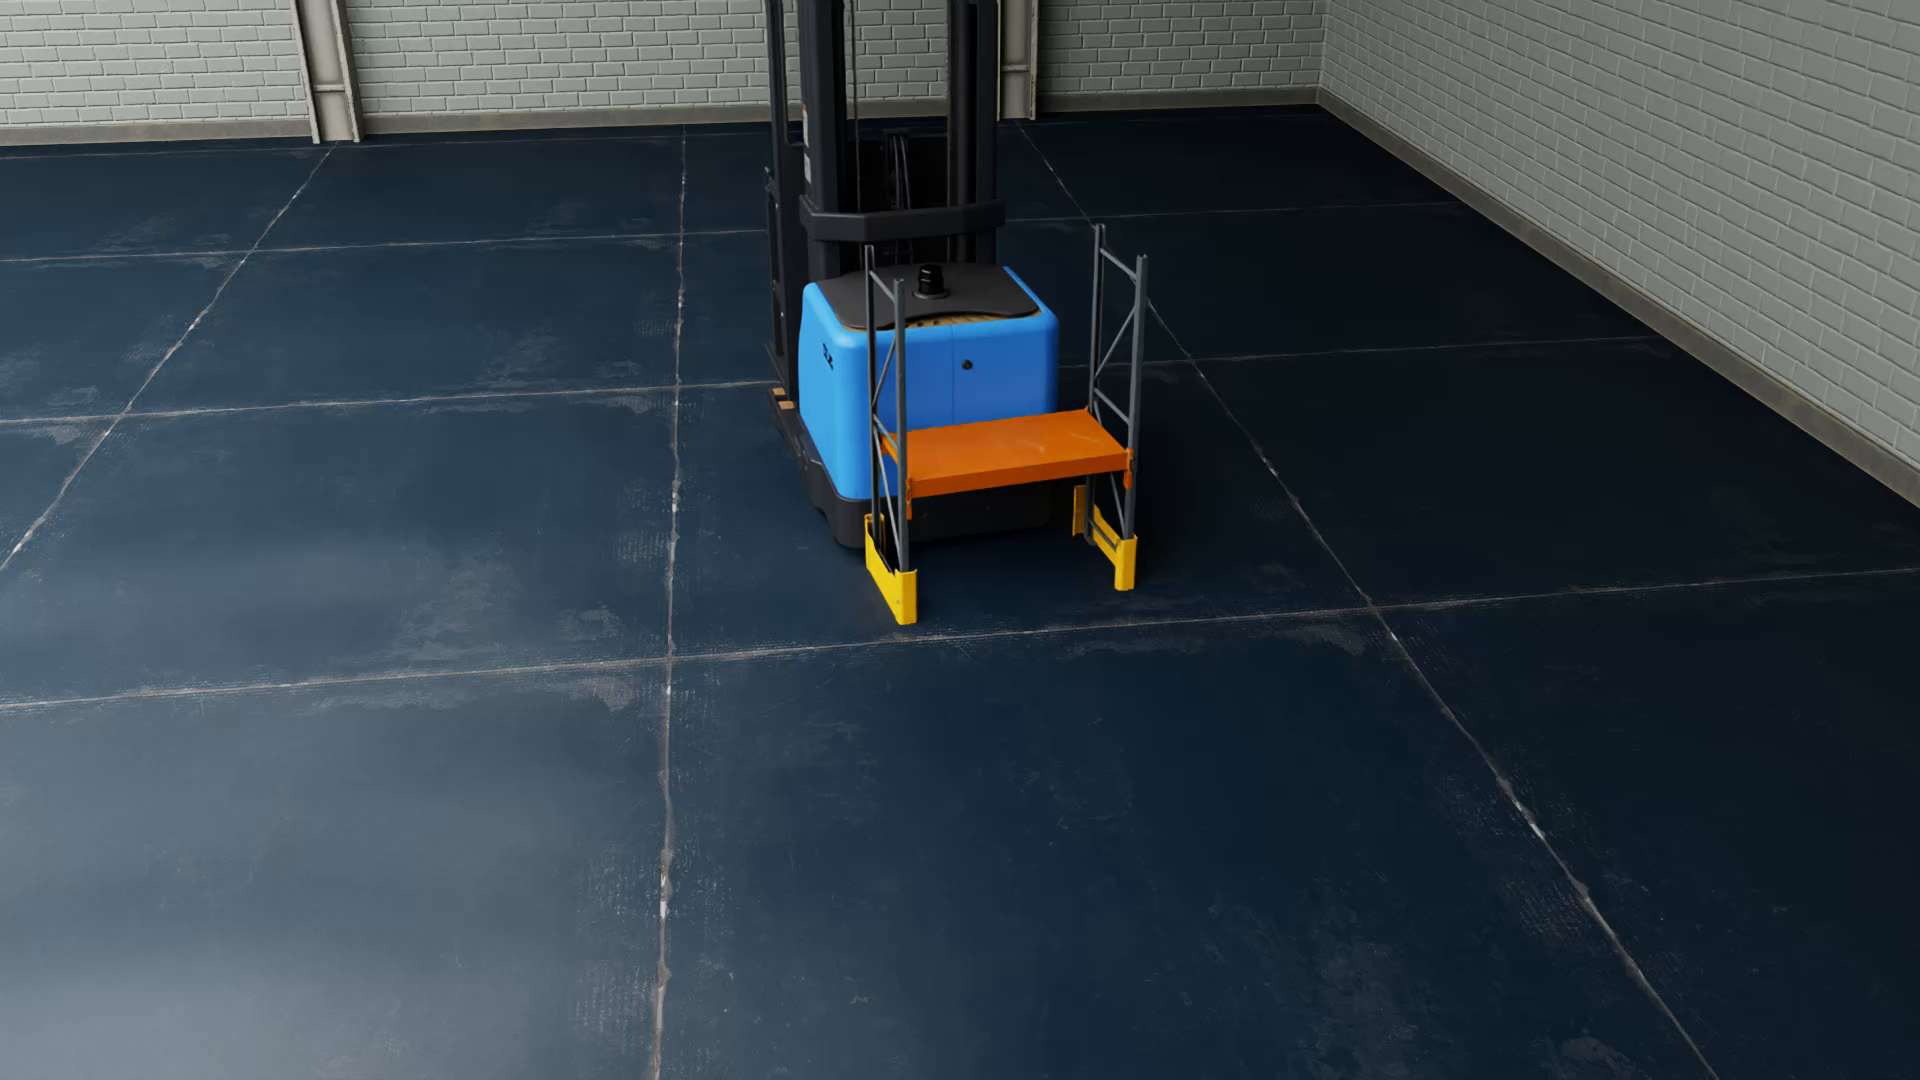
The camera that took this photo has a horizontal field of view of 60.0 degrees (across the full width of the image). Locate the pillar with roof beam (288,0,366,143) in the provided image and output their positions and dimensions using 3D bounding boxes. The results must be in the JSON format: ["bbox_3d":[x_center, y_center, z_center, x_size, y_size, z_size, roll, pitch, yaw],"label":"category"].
[{"bbox_3d":[-4.859,-5.595,8.797,0.400,9.000,9.100,-4,27,-7],"label":"pillar with roof beam"}]

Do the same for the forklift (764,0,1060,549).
[{"bbox_3d":[-0.421,-1.916,8.274,1.130,2.935,3.031,-7,28,-14],"label":"forklift"}]

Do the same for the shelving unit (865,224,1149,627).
[{"bbox_3d":[0.176,-0.500,7.082,1.083,1.500,0.587,-8,28,-15],"label":"shelving unit"}]

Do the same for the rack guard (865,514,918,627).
[{"bbox_3d":[-0.299,0.124,7.235,0.087,0.250,0.587,-8,28,-15],"label":"rack guard"}]

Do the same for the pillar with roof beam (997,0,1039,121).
[{"bbox_3d":[1.083,-5.977,9.541,0.400,9.000,9.100,-4,27,-7],"label":"pillar with roof beam"}]

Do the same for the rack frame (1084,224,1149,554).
[{"bbox_3d":[0.669,-0.571,7.220,0.032,1.500,0.500,-8,28,-15],"label":"rack frame"}]

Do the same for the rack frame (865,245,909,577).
[{"bbox_3d":[-0.301,-0.432,6.949,0.032,1.500,0.500,-8,28,-15],"label":"rack frame"}]

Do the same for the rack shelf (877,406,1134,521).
[{"bbox_3d":[0.184,-0.342,7.167,1.000,0.185,0.538,-8,28,-15],"label":"rack shelf"}]

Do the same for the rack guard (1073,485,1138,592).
[{"bbox_3d":[0.651,-0.013,7.501,0.087,0.250,0.587,-8,28,-15],"label":"rack guard"}]
